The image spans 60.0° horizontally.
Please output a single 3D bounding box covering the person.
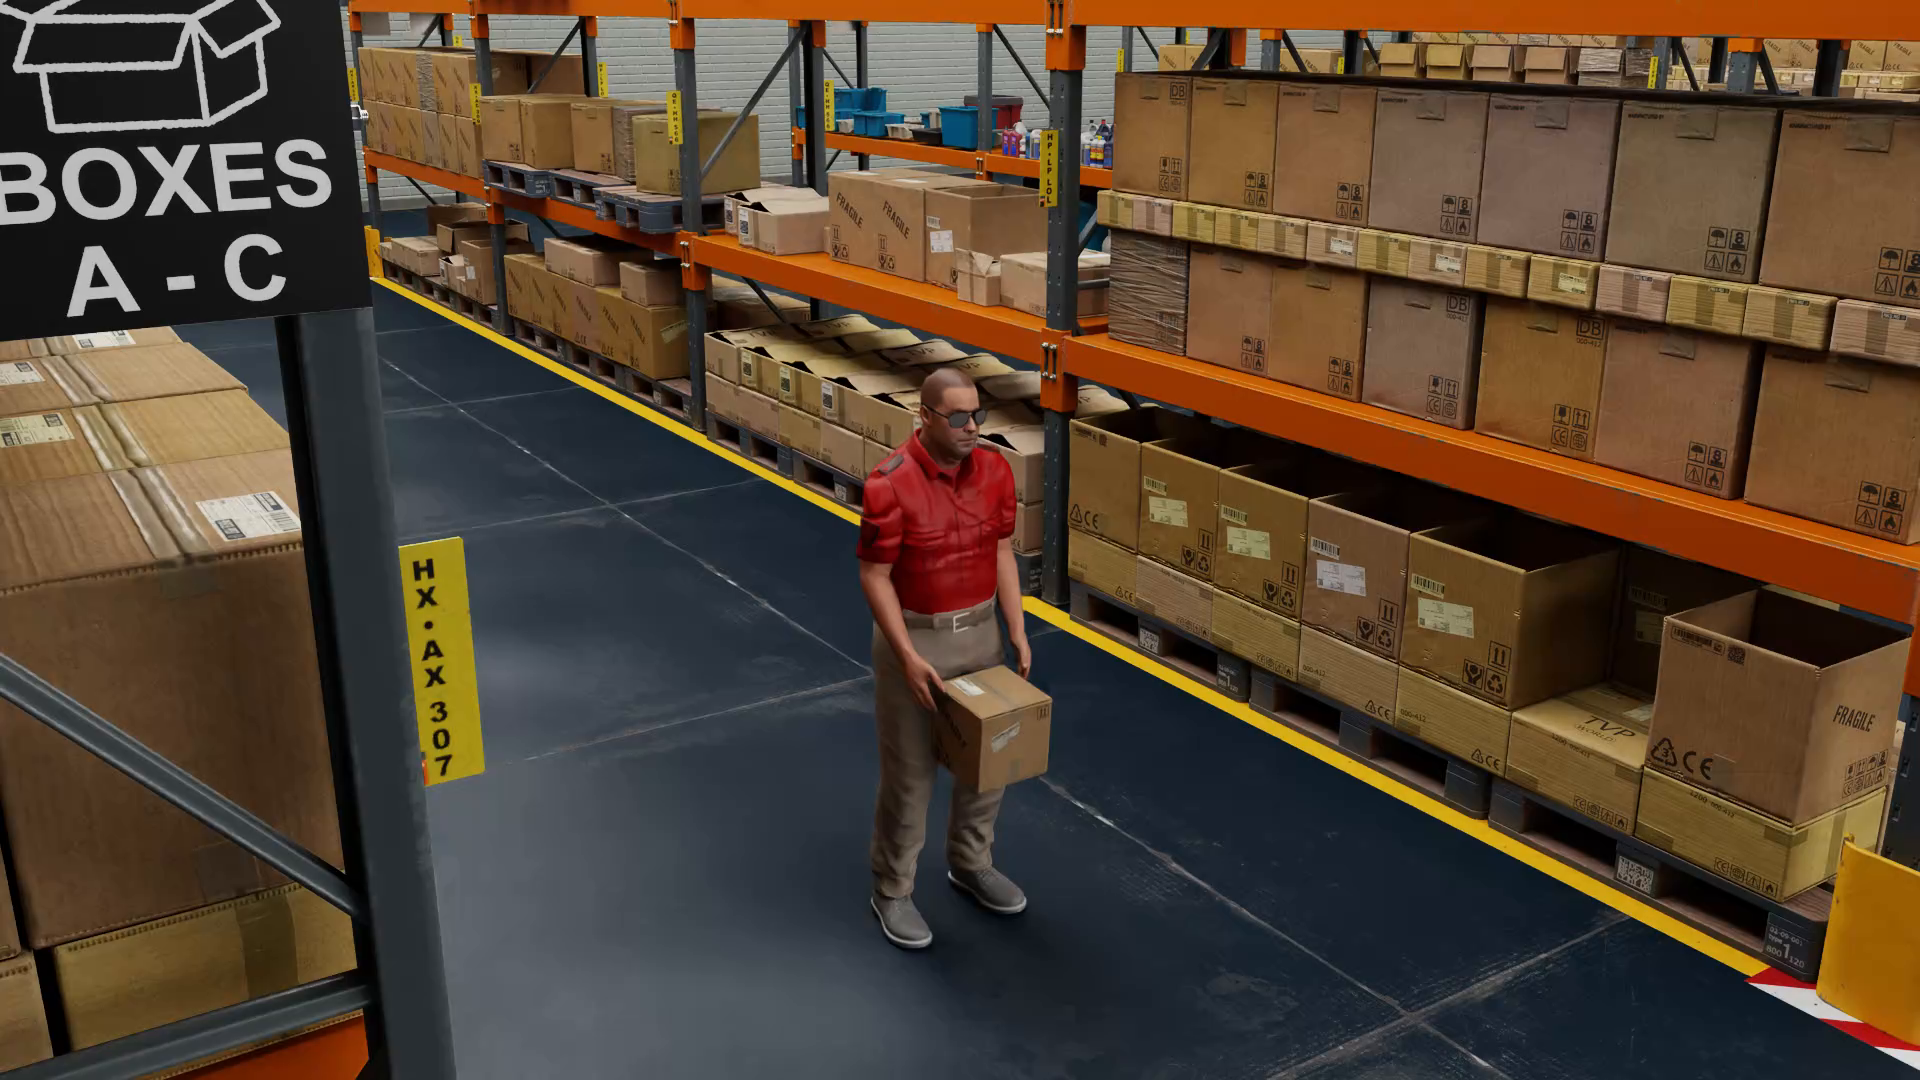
[{"bbox_3d":[-0.034,0.336,5.040,0.603,1.726,0.401,-13,22,-35],"label":"person"}]
